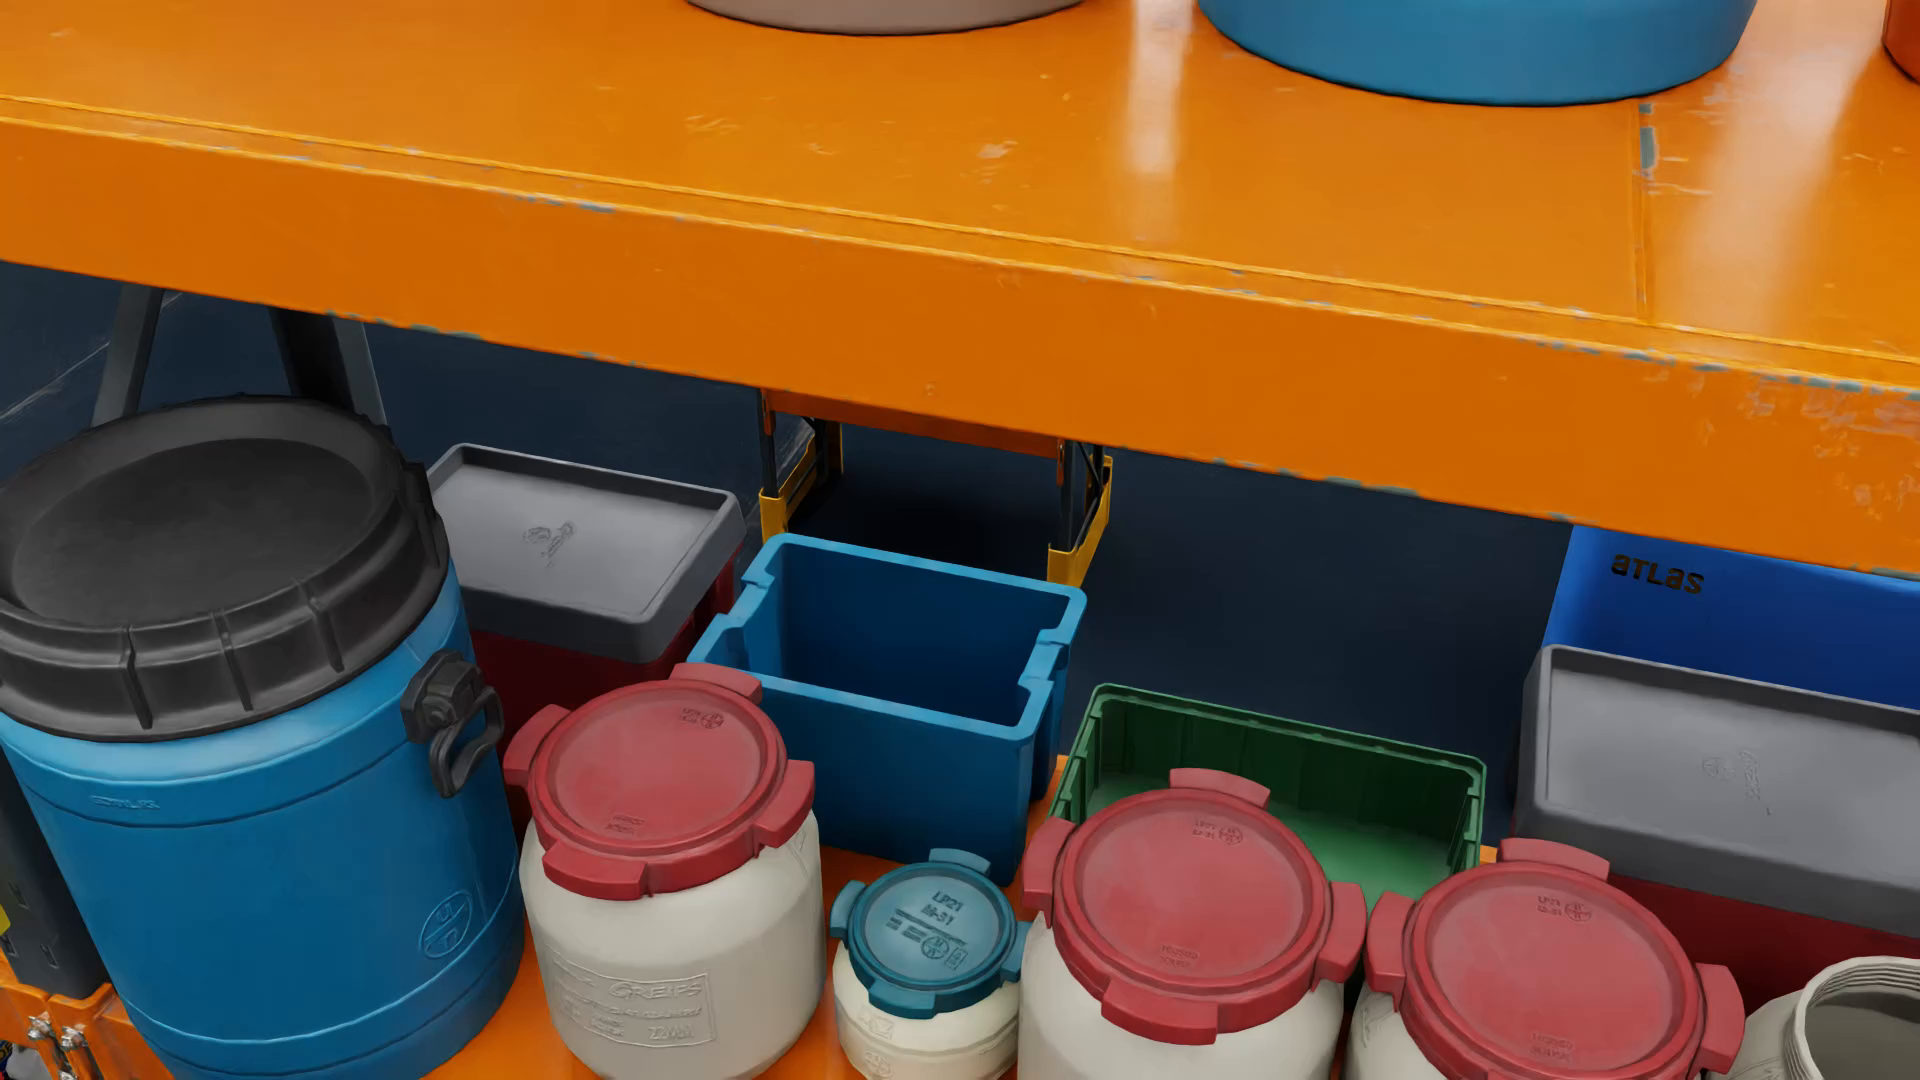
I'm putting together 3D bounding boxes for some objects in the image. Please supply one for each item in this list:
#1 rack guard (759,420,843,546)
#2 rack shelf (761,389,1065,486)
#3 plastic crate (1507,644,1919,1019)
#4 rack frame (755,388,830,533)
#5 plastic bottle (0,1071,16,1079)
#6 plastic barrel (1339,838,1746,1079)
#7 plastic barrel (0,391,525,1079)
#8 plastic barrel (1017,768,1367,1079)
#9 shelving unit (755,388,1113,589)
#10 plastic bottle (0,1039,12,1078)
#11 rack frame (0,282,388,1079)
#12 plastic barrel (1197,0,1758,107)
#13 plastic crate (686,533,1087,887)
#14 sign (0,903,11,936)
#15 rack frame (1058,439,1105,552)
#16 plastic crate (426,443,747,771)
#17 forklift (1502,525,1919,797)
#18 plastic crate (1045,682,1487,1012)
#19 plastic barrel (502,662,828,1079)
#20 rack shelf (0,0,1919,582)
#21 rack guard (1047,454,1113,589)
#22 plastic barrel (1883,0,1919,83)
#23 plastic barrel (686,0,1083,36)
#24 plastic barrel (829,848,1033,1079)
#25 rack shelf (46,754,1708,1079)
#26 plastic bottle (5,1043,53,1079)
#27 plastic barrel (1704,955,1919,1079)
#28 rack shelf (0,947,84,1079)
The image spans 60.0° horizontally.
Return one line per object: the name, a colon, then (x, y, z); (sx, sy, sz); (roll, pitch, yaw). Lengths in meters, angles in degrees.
rack guard: (-0.548, -0.202, 5.814); (0.087, 0.250, 0.587); (10, 38, 14)
rack shelf: (-0.081, -0.474, 5.433); (1.000, 0.185, 0.538); (10, 38, 14)
plastic crate: (1.109, 0.496, 2.492); (0.583, 0.464, 0.402); (10, 38, 14)
rack frame: (-0.567, -0.709, 5.448); (0.032, 1.500, 0.500); (10, 38, 14)
plastic bottle: (-1.958, 1.212, 3.436); (0.185, 0.351, 0.144); (10, 37, 13)
plastic barrel: (0.703, 0.718, 2.130); (0.433, 0.535, 0.433); (0, 36, 0)
plastic barrel: (-0.979, 0.311, 2.374); (0.708, 0.901, 0.600); (10, 38, 14)
plastic barrel: (0.290, 0.641, 2.234); (0.433, 0.535, 0.433); (0, 36, 0)
shelving unit: (-0.073, -0.618, 5.324); (1.083, 1.500, 0.587); (10, 38, 14)
plastic bottle: (-2.121, 1.120, 3.624); (0.135, 0.276, 0.152); (10, 38, 14)
rack frame: (-1.258, 0.273, 2.848); (0.127, 3.000, 1.000); (10, 38, 14)
plastic barrel: (0.541, -0.939, 1.541); (0.708, 0.901, 0.600); (10, 38, 14)
plastic crate: (-0.112, 0.299, 2.827); (0.575, 0.384, 0.392); (10, 38, 14)
sign: (-1.432, 0.471, 2.346); (0.005, 0.325, 0.100); (10, 38, 14)
rack frame: (0.404, -0.529, 5.204); (0.032, 1.500, 0.500); (10, 38, 14)
plastic crate: (-0.704, 0.160, 2.948); (0.583, 0.464, 0.402); (10, 38, 14)
forklift: (3.093, -0.300, 3.685); (3.031, 2.935, 1.130); (16, 39, 20)
plastic crate: (0.489, 0.507, 2.710); (0.662, 0.188, 0.450); (10, 38, 14)
plastic barrel: (-0.410, 0.512, 2.410); (0.433, 0.535, 0.433); (0, 36, 0)
rack shelf: (0.651, -0.292, 1.692); (4.000, 0.370, 1.077); (10, 38, 14)
rack guard: (0.403, -0.026, 5.575); (0.087, 0.250, 0.587); (10, 38, 14)
plastic barrel: (1.217, -0.784, 1.392); (0.708, 0.830, 0.600); (10, 38, 14)
plastic barrel: (-0.083, -1.054, 1.698); (0.600, 0.901, 0.600); (0, 36, 0)
plastic barrel: (-0.040, 0.650, 2.454); (0.301, 0.262, 0.301); (0, 36, 0)
rack shelf: (0.651, 0.916, 2.581); (4.000, 0.370, 1.077); (10, 38, 14)
plastic bottle: (-1.915, 1.130, 3.547); (0.185, 0.351, 0.144); (10, 38, 14)
plastic barrel: (1.113, 0.800, 2.039); (0.421, 0.512, 0.421); (0, 36, 0)
rack shelf: (-3.167, 0.209, 3.542); (4.000, 0.370, 1.077); (10, 38, 14)
